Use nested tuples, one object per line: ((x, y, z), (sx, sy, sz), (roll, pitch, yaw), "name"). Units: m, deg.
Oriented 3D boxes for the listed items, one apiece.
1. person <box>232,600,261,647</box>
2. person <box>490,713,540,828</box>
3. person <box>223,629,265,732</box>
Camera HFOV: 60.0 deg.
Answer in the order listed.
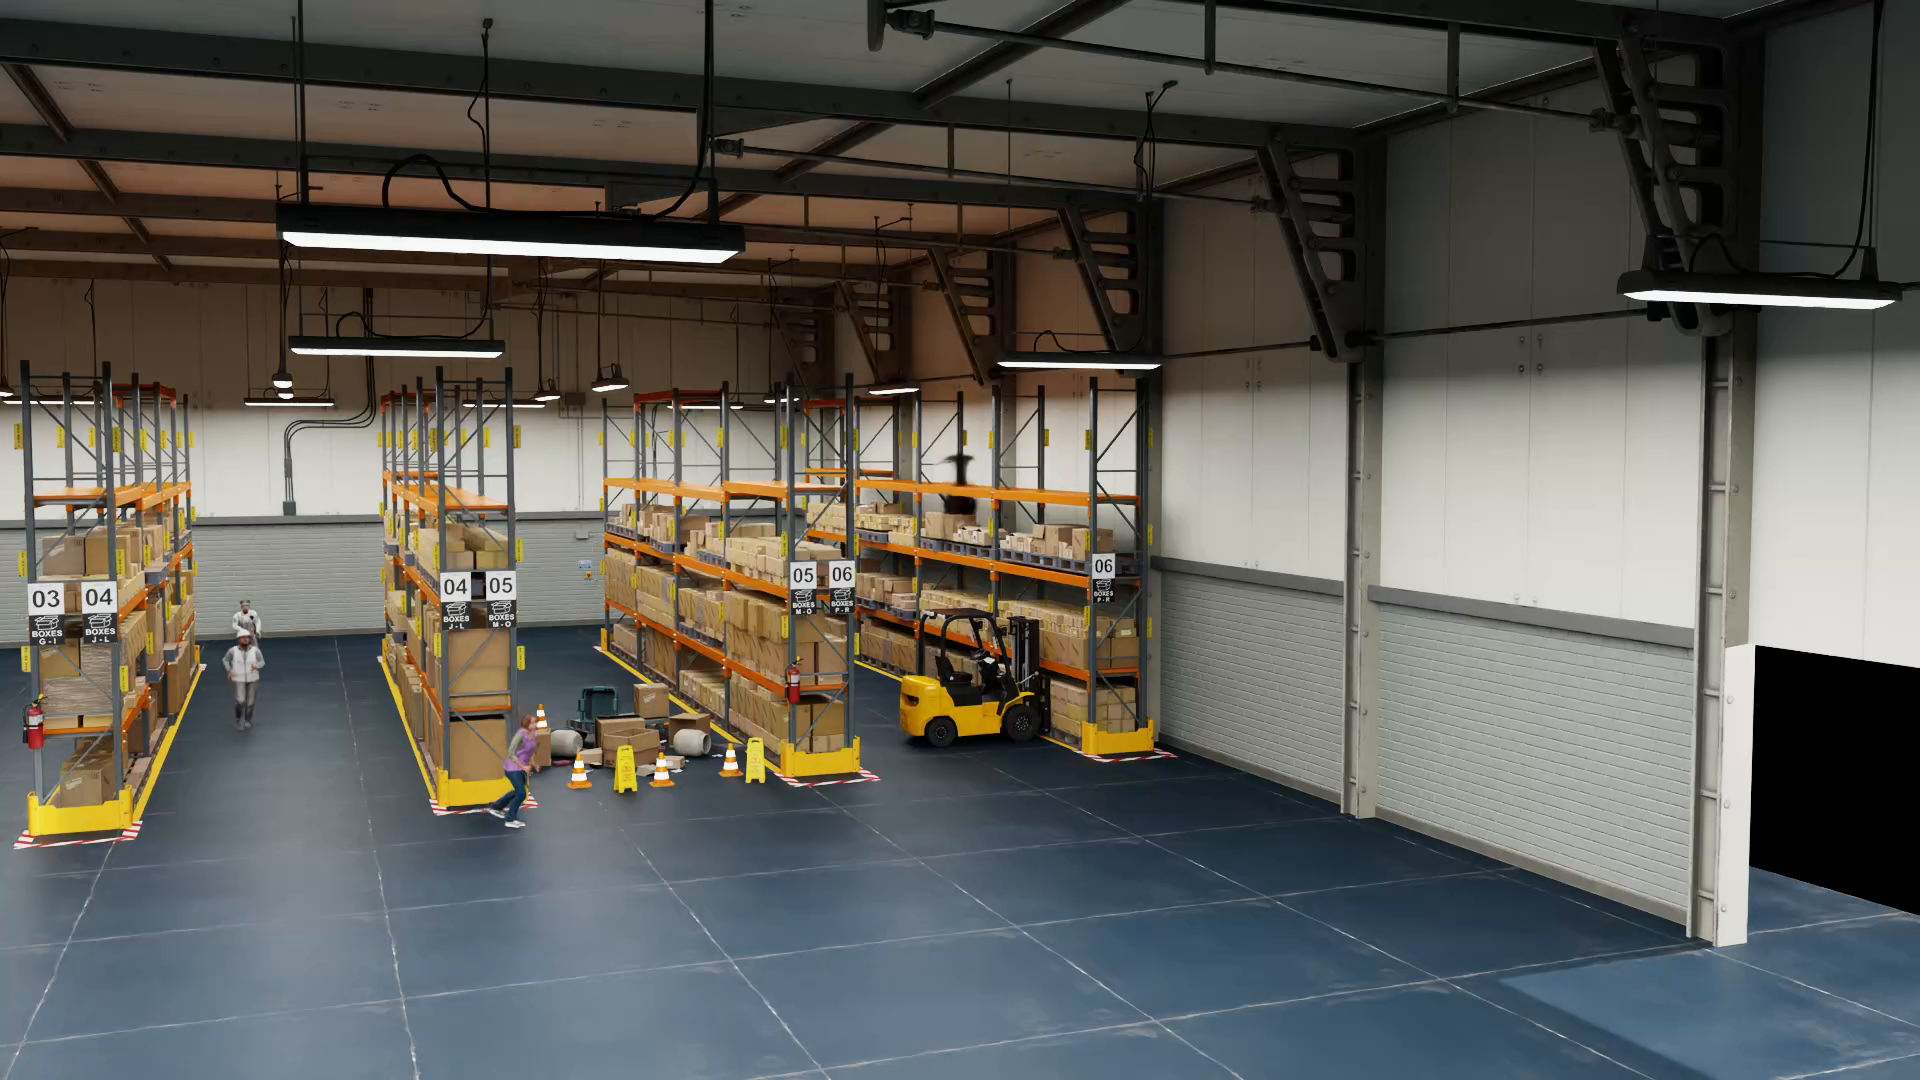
((-15.420, 2.059, 35.954), (0.606, 1.570, 0.737), (-2, 4, -33), "person")
((-5.768, 2.962, 21.462), (0.726, 1.502, 0.517), (1, 3, 10), "person")
((-12.245, 2.406, 28.469), (0.656, 1.760, 0.686), (-2, 4, -27), "person")
